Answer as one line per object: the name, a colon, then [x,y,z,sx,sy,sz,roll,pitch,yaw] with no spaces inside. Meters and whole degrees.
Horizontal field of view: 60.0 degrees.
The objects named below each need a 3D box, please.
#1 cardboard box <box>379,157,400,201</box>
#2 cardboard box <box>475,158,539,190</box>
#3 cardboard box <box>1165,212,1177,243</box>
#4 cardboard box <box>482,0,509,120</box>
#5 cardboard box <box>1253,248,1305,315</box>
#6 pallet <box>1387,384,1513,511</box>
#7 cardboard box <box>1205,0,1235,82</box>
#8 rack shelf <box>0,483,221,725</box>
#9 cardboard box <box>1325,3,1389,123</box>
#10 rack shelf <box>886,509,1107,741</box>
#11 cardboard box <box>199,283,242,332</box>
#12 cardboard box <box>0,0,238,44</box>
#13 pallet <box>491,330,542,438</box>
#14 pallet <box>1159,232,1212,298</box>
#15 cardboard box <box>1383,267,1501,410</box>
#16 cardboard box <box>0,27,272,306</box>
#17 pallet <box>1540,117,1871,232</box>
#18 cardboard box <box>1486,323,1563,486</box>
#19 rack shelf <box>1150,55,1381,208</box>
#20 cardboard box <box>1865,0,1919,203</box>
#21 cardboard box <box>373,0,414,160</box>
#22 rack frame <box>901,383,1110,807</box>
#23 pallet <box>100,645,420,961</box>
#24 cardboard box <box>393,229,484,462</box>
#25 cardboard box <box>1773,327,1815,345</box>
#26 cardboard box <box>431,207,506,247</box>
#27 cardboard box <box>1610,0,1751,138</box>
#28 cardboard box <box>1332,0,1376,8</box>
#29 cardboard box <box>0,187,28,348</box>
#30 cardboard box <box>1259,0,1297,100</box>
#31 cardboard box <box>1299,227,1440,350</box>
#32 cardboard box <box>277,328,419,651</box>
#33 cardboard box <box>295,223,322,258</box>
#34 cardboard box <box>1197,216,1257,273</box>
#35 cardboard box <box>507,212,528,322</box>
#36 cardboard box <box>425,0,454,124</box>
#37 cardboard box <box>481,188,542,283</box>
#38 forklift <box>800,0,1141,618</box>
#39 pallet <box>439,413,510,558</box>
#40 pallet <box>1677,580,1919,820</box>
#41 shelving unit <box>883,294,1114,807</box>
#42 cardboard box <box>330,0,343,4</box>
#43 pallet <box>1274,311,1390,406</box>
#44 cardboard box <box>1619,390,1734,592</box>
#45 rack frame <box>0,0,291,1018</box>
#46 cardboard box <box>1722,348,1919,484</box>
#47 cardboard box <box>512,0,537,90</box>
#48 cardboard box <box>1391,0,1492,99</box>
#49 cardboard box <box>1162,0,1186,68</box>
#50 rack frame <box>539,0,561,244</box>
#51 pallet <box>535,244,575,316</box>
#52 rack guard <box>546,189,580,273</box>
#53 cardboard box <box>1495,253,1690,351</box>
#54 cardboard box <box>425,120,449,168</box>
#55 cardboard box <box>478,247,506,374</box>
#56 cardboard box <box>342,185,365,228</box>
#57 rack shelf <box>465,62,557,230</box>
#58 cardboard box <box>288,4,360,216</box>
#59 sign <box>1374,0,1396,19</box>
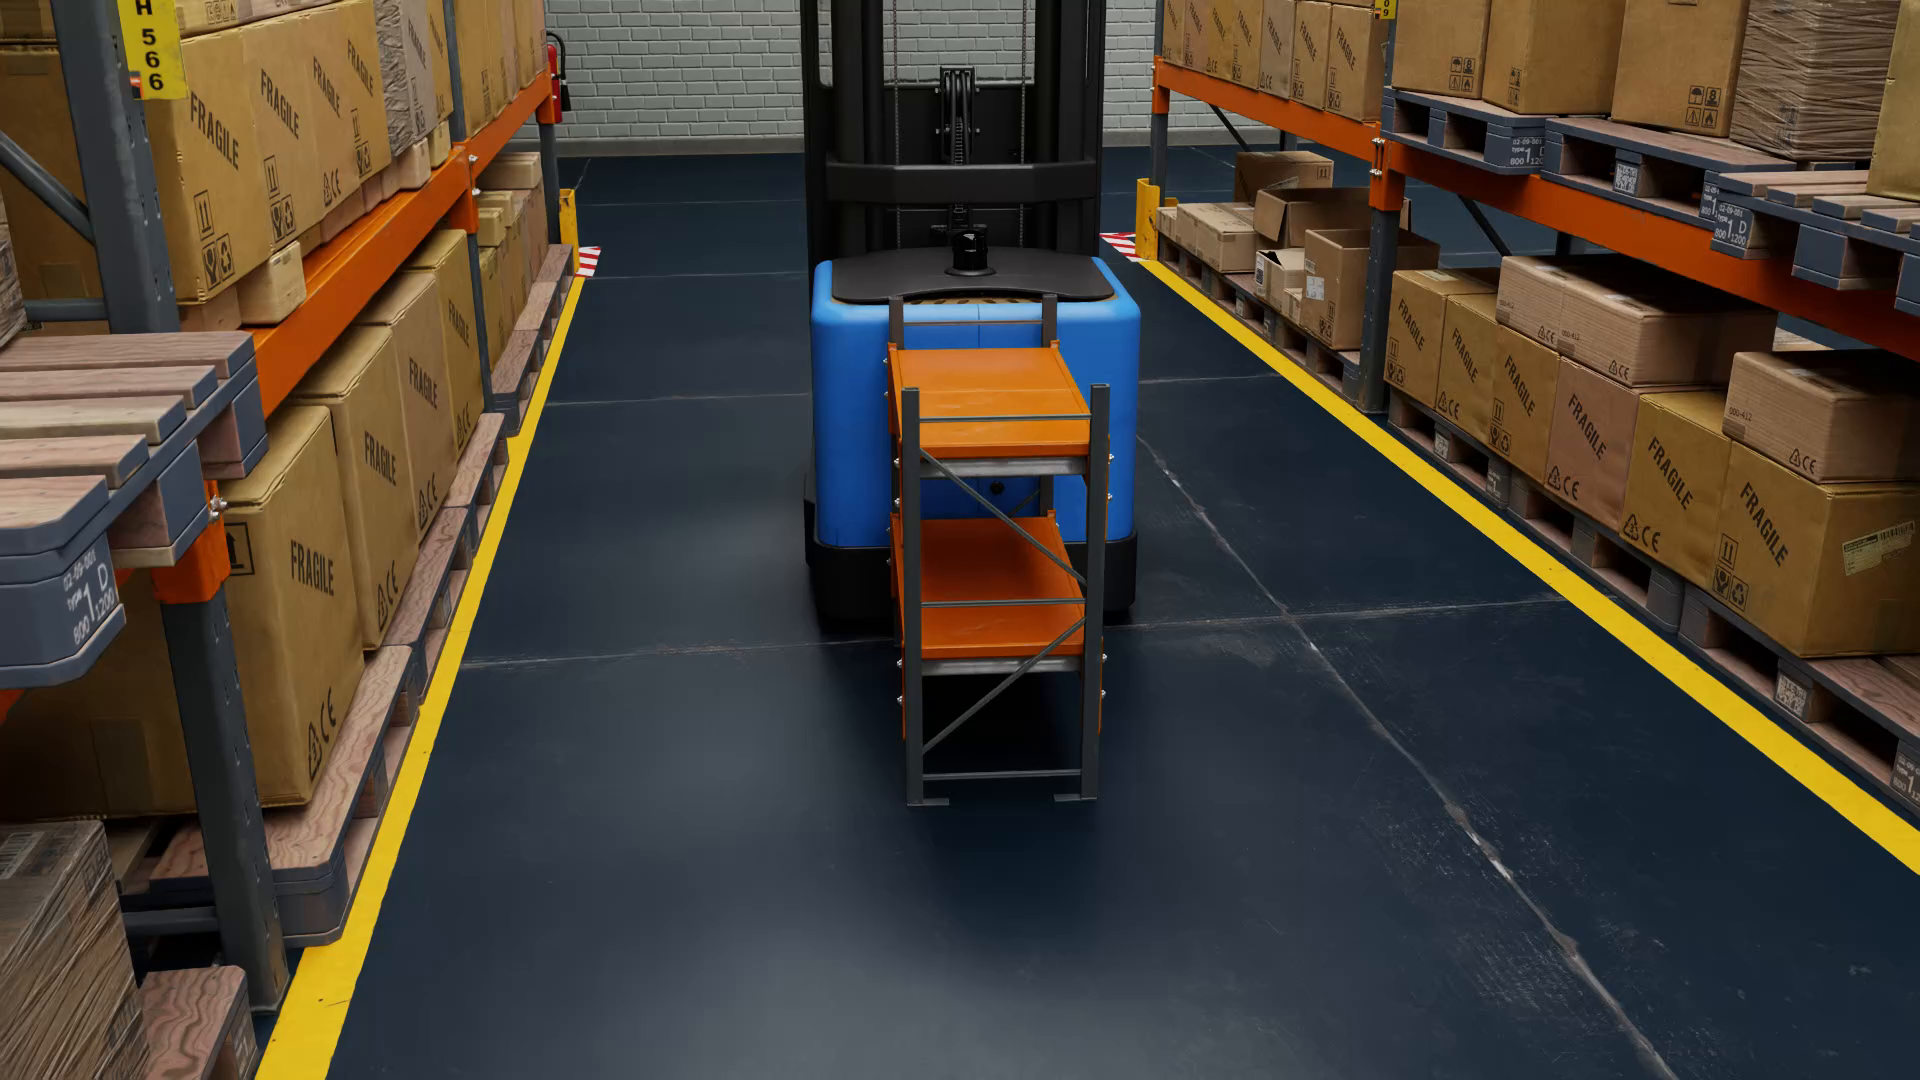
cardboard box: [-2.079,-1.214,5.511,0.380,0.149,0.250,-3,21,-8]
cardboard box: [-2.666,-2.134,9.687,0.380,0.149,0.250,-2,21,-6]
cardboard box: [1.555,-2.046,10.828,0.380,0.166,0.250,-3,21,-8]
cardboard box: [-2.688,-2.362,7.825,0.980,0.700,0.700,-3,21,-9]
cardboard box: [1.904,-1.420,8.946,0.500,0.311,0.500,-3,21,-8]
pallet: [2.530,-0.445,7.107,1.003,0.211,1.213,-3,21,-8]
cardboard box: [1.751,-2.944,9.668,0.500,0.500,0.500,-3,21,-8]
rack shelf: [-1.661,0.634,1.259,1.077,0.370,4.000,-3,21,-8]
cardboard box: [2.049,-2.238,7.779,0.500,0.500,0.500,-3,21,-7]
rack shelf: [0.074,0.212,4.740,0.538,0.278,1.000,-1,21,-4]
cardboard box: [-1.795,-0.500,3.599,0.380,0.149,0.250,-3,21,-7]
cardboard box: [-1.764,-1.122,3.265,0.500,0.250,0.500,-2,21,-6]
pallet: [-2.558,-0.741,7.899,1.003,0.211,1.213,-3,21,-8]
pallet: [1.925,-1.807,10.754,1.003,0.211,1.213,-3,21,-8]
cardboard box: [2.204,-0.887,7.247,0.500,0.500,0.500,-4,21,-10]
cardboard box: [-1.766,-0.772,3.399,0.500,0.500,0.500,-2,21,-6]
pallet: [2.667,-1.230,5.495,1.003,0.211,1.213,-3,21,-8]
cardboard box: [2.356,-0.529,6.289,0.500,0.500,0.500,-3,21,-7]
rack shelf: [2.087,-2.387,9.348,1.077,0.370,4.000,-3,21,-8]
cardboard box: [2.750,-1.102,4.137,0.700,0.500,0.500,-10,23,-26]
cardboard box: [-2.063,-1.478,5.290,0.500,0.500,0.500,-3,21,-8]
rack frame: [0.110,0.160,4.179,0.500,1.125,0.032,-1,21,-4]
pallet: [-1.989,0.634,4.216,1.003,0.211,1.213,-3,21,-8]
cardboard box: [-2.304,-0.751,6.413,0.750,0.750,0.750,-3,21,-7]
cardboard box: [2.865,-0.565,6.385,0.500,0.500,0.500,-3,21,-7]
cardboard box: [-2.401,-1.502,7.995,0.380,0.149,0.250,-2,21,-6]
cardboard box: [2.691,-1.666,5.647,0.700,0.500,0.500,-8,22,-21]
cardboard box: [2.046,-2.709,7.609,0.500,0.500,0.500,-3,21,-7]
cardboard box: [-1.872,-0.486,2.458,0.700,0.500,0.500,-5,21,-14]
cardboard box: [1.897,-2.594,8.733,0.500,0.500,0.500,-2,21,-7]
cardboard box: [2.012,-1.249,8.218,0.500,0.500,0.500,-3,21,-8]
cardboard box: [-2.046,-0.150,4.802,0.750,0.750,0.750,-3,21,-8]
cardboard box: [-1.981,-0.857,4.553,0.380,0.149,0.250,-3,21,-7]
cardboard box: [1.740,-1.785,10.010,0.500,0.250,0.500,-3,21,-8]
cardboard box: [-2.673,-1.422,8.708,0.700,0.500,0.500,-2,21,-6]
cardboard box: [-2.210,-1.829,6.228,0.500,0.500,0.500,-3,21,-9]
cardboard box: [-2.831,-1.780,9.668,0.700,0.500,0.500,-3,21,-8]
forklift: [-0.042,-1.593,6.291,1.130,2.935,3.031,-1,21,-4]
pallet: [-2.340,-0.210,6.478,1.003,0.211,1.213,-3,21,-8]
pallet: [2.882,0.400,4.845,1.003,0.211,1.213,-3,21,-8]
shelving unit: [0.074,-0.017,4.655,0.538,1.125,1.048,-1,21,-4]
cardboard box: [-1.994,-1.648,4.672,0.500,0.250,0.500,-3,21,-9]
pallet: [2.277,-0.963,8.492,1.003,0.211,1.213,-3,21,-8]
cardboard box: [2.510,-0.173,5.335,0.500,0.500,0.500,-4,21,-10]
rack frame: [-1.950,-0.395,2.987,1.000,3.000,0.127,-3,21,-8]
cardboard box: [2.572,-0.364,4.776,0.500,0.250,0.500,-2,21,-6]
cardboard box: [-2.903,-2.878,9.206,0.980,0.700,0.700,-3,21,-8]
cardboard box: [2.222,-2.100,6.807,0.700,0.500,0.500,-10,23,-26]
cardboard box: [1.602,-3.296,10.611,0.500,0.500,0.500,-2,21,-7]
rack frame: [-3.103,-3.165,10.403,1.000,3.000,0.127,-3,21,-8]
pallet: [-2.910,-1.586,10.161,1.003,0.211,1.213,-3,21,-8]
rack guard: [-3.106,-2.002,10.863,1.175,0.500,0.348,-3,21,-8]
cardboard box: [2.348,-0.892,6.188,0.500,0.250,0.500,-3,21,-8]
cardboard box: [-2.137,-1.483,6.230,0.380,0.149,0.250,-3,21,-7]
cardboard box: [-2.533,-1.070,7.766,0.700,0.500,0.500,-3,21,-7]
cardboard box: [-2.031,-1.034,5.029,0.380,0.149,0.250,-2,21,-6]
rack shelf: [-2.814,-2.136,8.675,1.077,0.370,4.000,-3,21,-8]
cardboard box: [-1.903,-1.126,4.346,0.500,0.500,0.500,-3,21,-8]
sign: [1.839,-2.407,7.136,0.100,0.325,0.005,-3,21,-8]
